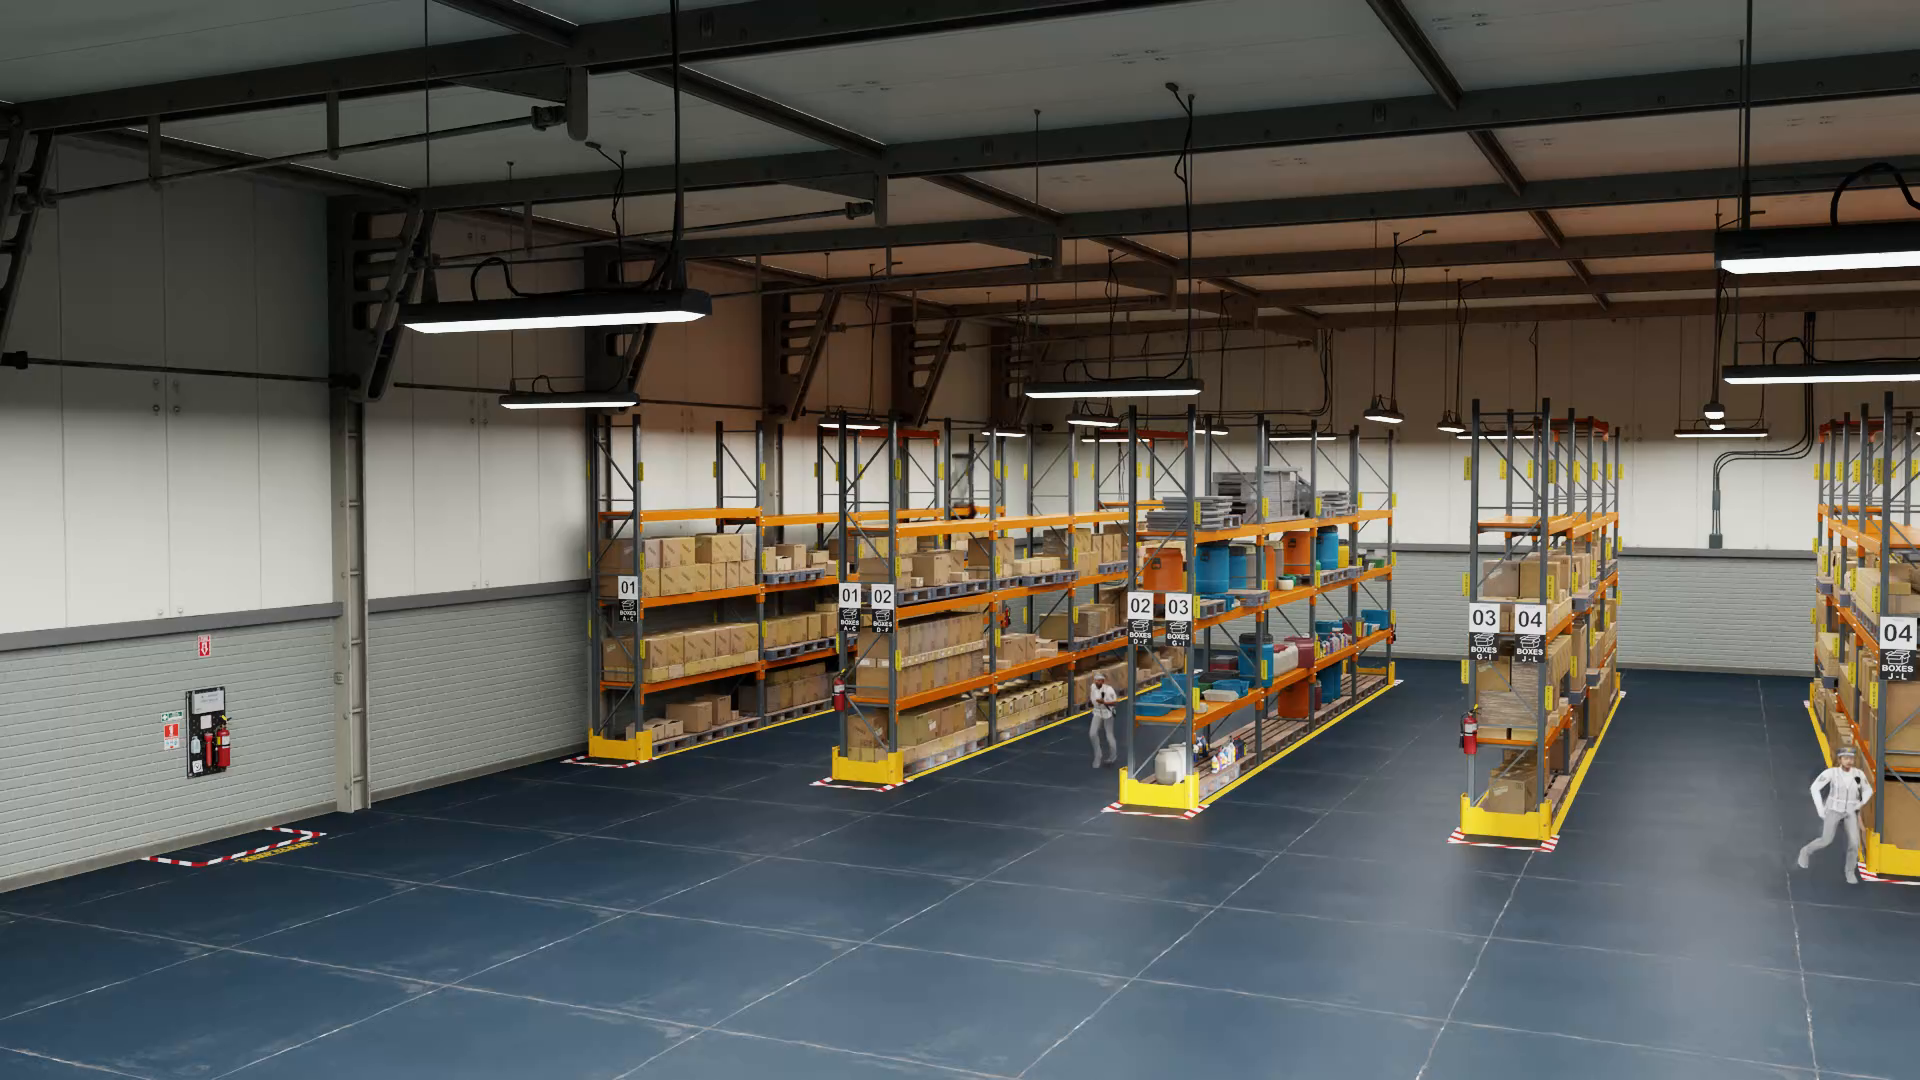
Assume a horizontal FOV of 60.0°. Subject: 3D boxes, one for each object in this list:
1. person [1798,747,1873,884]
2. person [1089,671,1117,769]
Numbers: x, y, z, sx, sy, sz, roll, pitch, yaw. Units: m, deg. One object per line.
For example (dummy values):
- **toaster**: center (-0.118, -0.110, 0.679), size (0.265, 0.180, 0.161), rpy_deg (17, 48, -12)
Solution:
- **person**: center (10.804, 3.362, 20.451), size (0.792, 1.686, 0.573), rpy_deg (0, 2, 4)
- **person**: center (2.440, 3.024, 28.155), size (0.563, 1.668, 0.891), rpy_deg (1, 3, 25)
